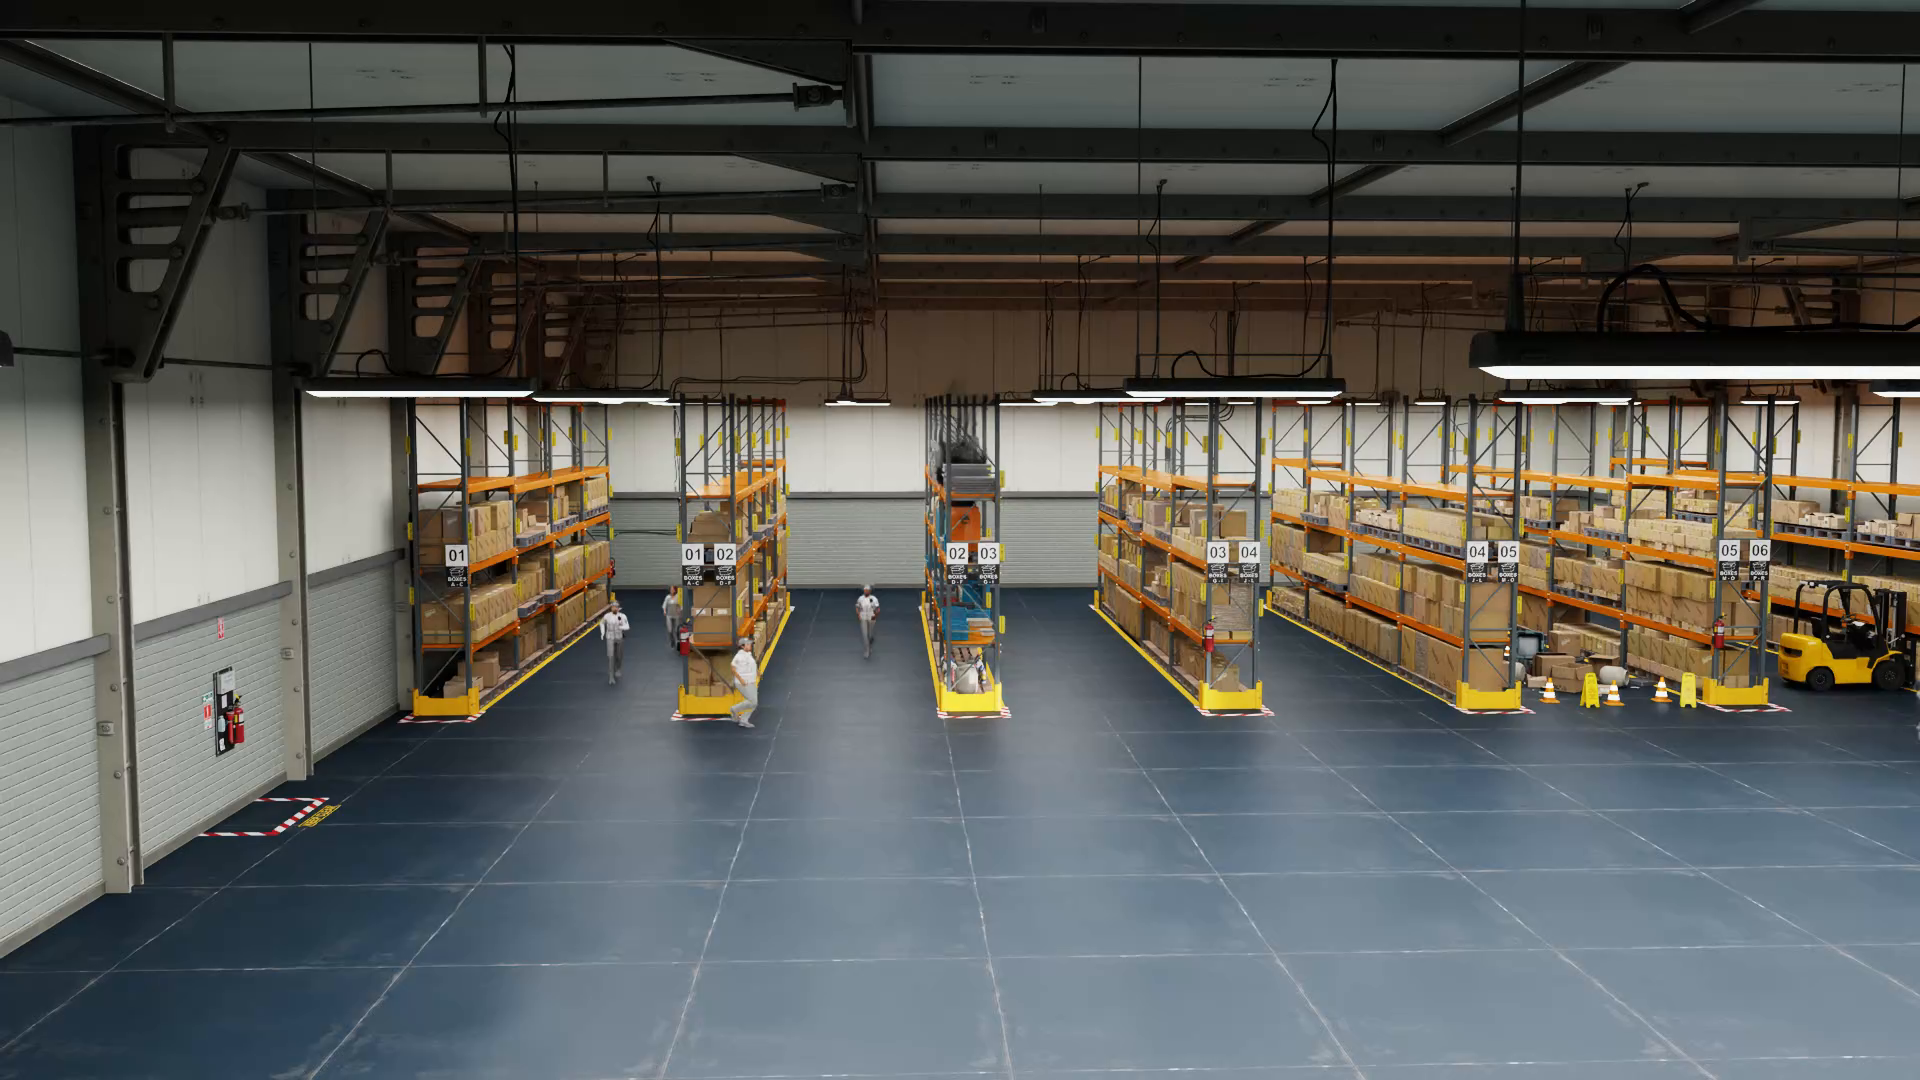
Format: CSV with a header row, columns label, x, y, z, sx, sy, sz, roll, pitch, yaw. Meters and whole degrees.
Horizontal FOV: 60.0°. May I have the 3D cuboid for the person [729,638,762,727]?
label,x,y,z,sx,sy,sz,roll,pitch,yaw
person,-3.842,2.561,29.869,0.549,1.625,0.616,1,5,13

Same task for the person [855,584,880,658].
label,x,y,z,sx,sy,sz,roll,pitch,yaw
person,-2.147,1.846,38.599,0.590,1.683,0.720,0,5,0

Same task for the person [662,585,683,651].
label,x,y,z,sx,sy,sz,roll,pitch,yaw
person,-6.791,1.839,39.370,0.535,1.548,0.567,0,5,-1

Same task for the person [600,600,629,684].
label,x,y,z,sx,sy,sz,roll,pitch,yaw
person,-7.231,2.100,34.850,0.599,1.708,0.878,-1,5,-12
